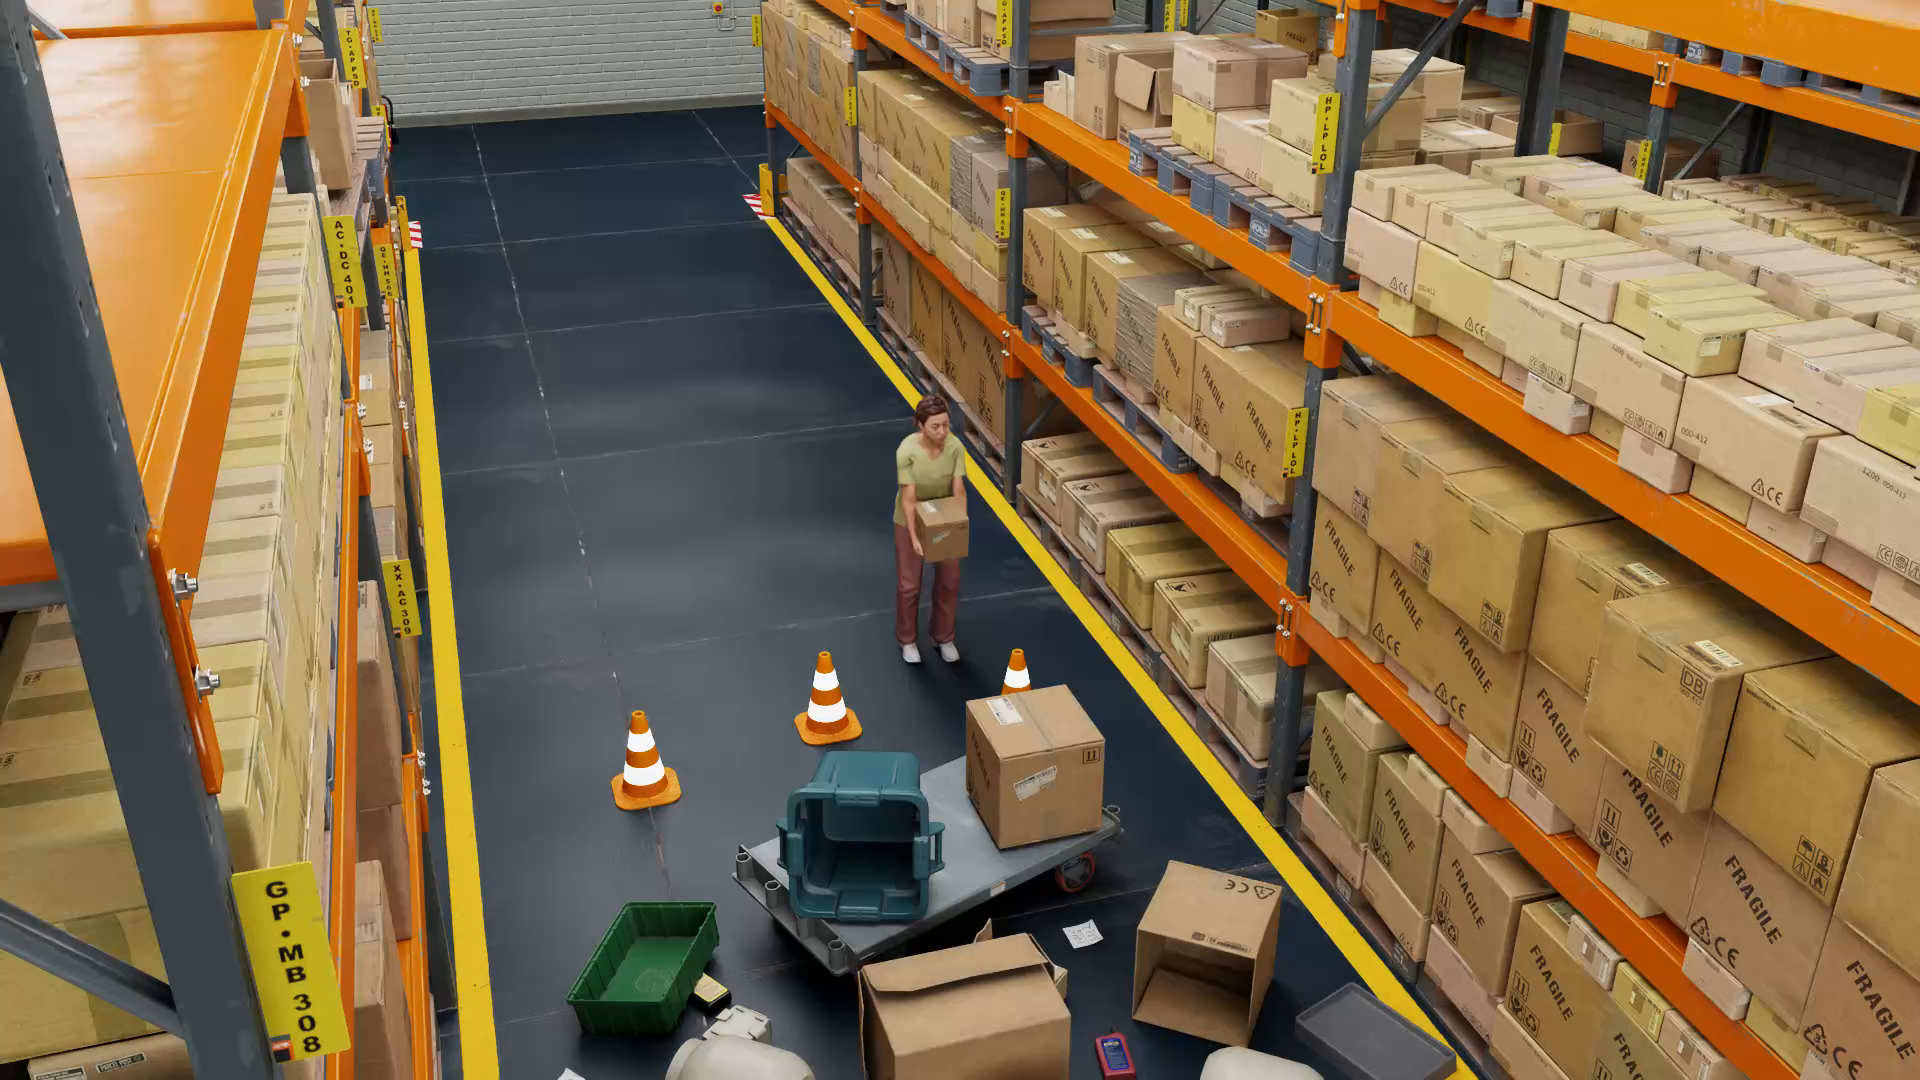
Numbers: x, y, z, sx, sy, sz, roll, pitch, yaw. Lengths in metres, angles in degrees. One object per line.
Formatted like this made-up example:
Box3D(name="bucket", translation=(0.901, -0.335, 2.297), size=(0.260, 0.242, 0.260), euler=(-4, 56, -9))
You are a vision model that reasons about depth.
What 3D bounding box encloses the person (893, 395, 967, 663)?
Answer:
Box3D(name="person", translation=(-0.159, -0.054, 9.492), size=(0.409, 1.654, 0.521), euler=(-9, 28, -17))
